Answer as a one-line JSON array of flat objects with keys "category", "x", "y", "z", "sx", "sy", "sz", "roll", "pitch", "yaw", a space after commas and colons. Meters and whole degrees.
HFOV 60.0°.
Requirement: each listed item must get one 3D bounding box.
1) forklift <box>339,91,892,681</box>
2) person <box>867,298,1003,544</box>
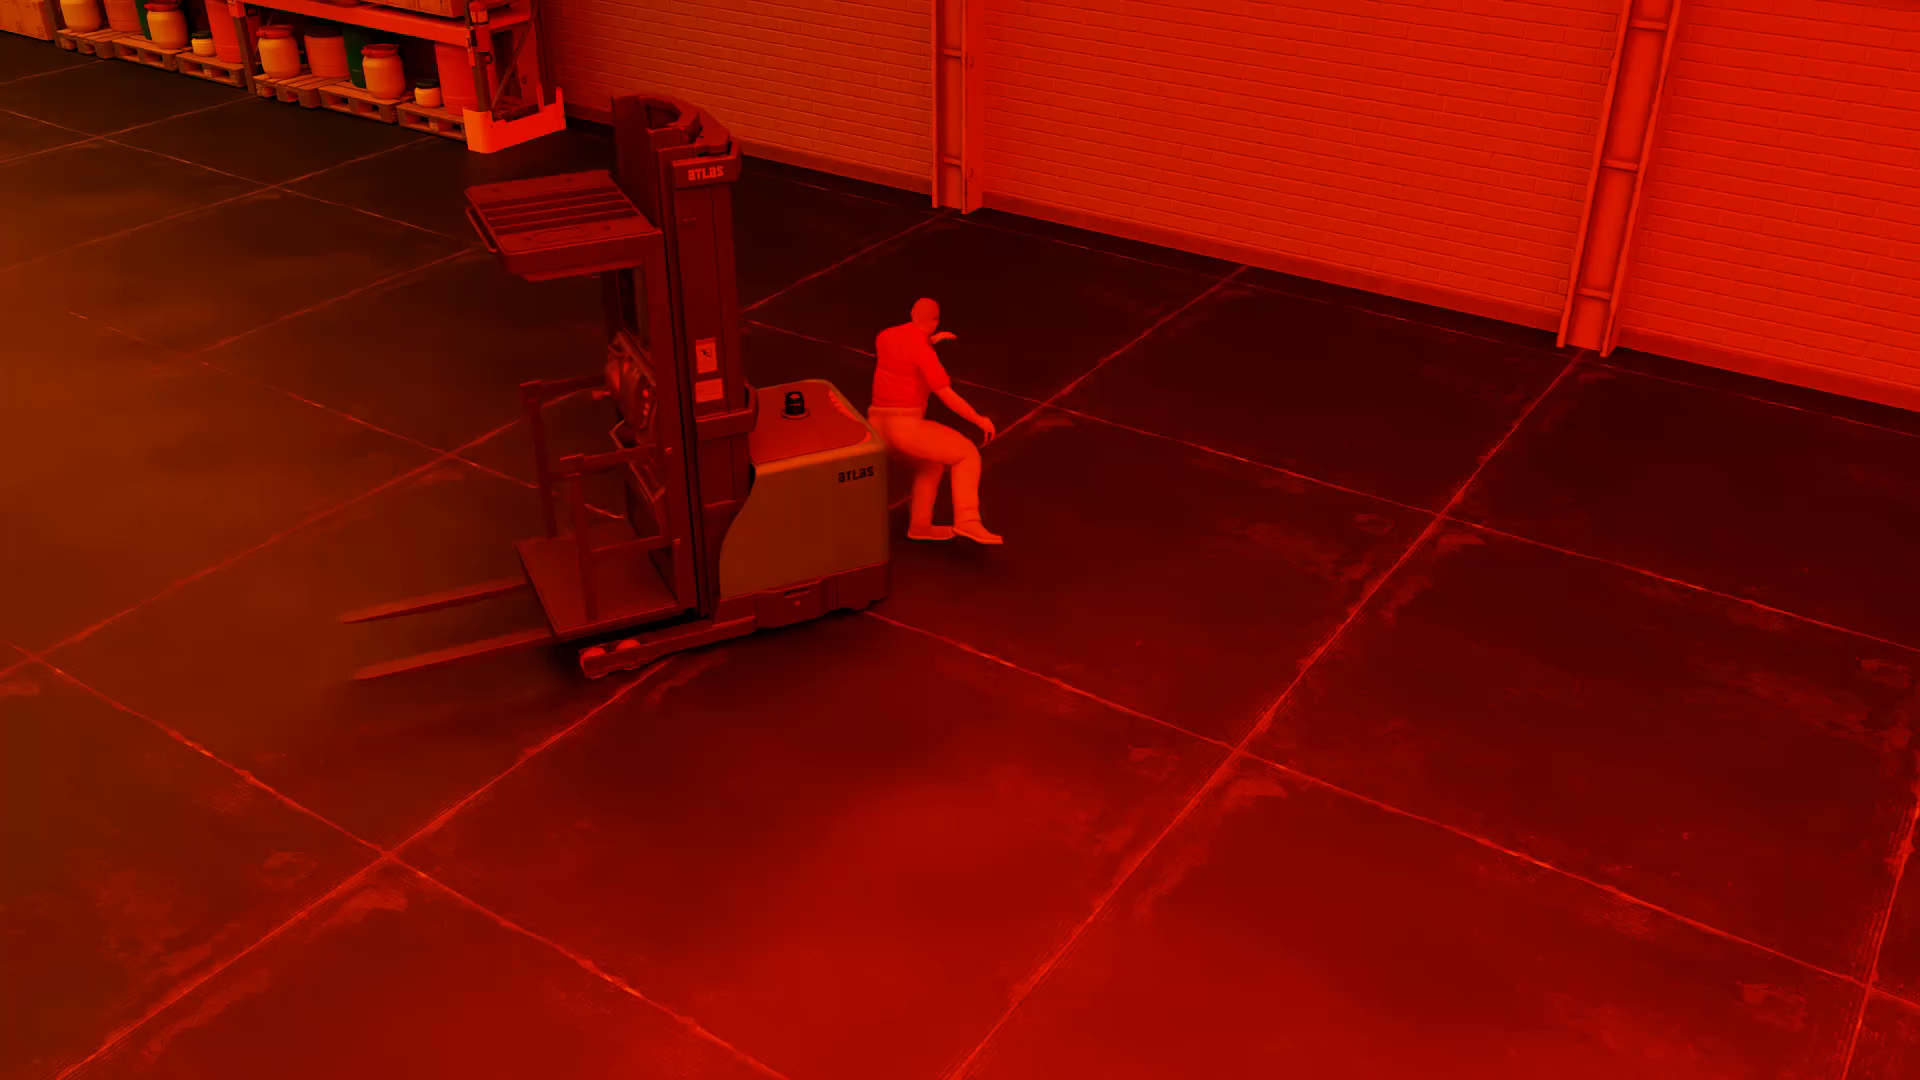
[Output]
[{"category": "forklift", "x": -1.961, "y": -0.805, "z": 8.968, "sx": 3.031, "sy": 2.935, "sz": 1.130, "roll": -13, "pitch": 33, "yaw": -21}, {"category": "person", "x": -0.075, "y": -0.754, "z": 10.349, "sx": 1.183, "sy": 1.493, "sz": 0.935, "roll": 26, "pitch": 39, "yaw": 37}]
